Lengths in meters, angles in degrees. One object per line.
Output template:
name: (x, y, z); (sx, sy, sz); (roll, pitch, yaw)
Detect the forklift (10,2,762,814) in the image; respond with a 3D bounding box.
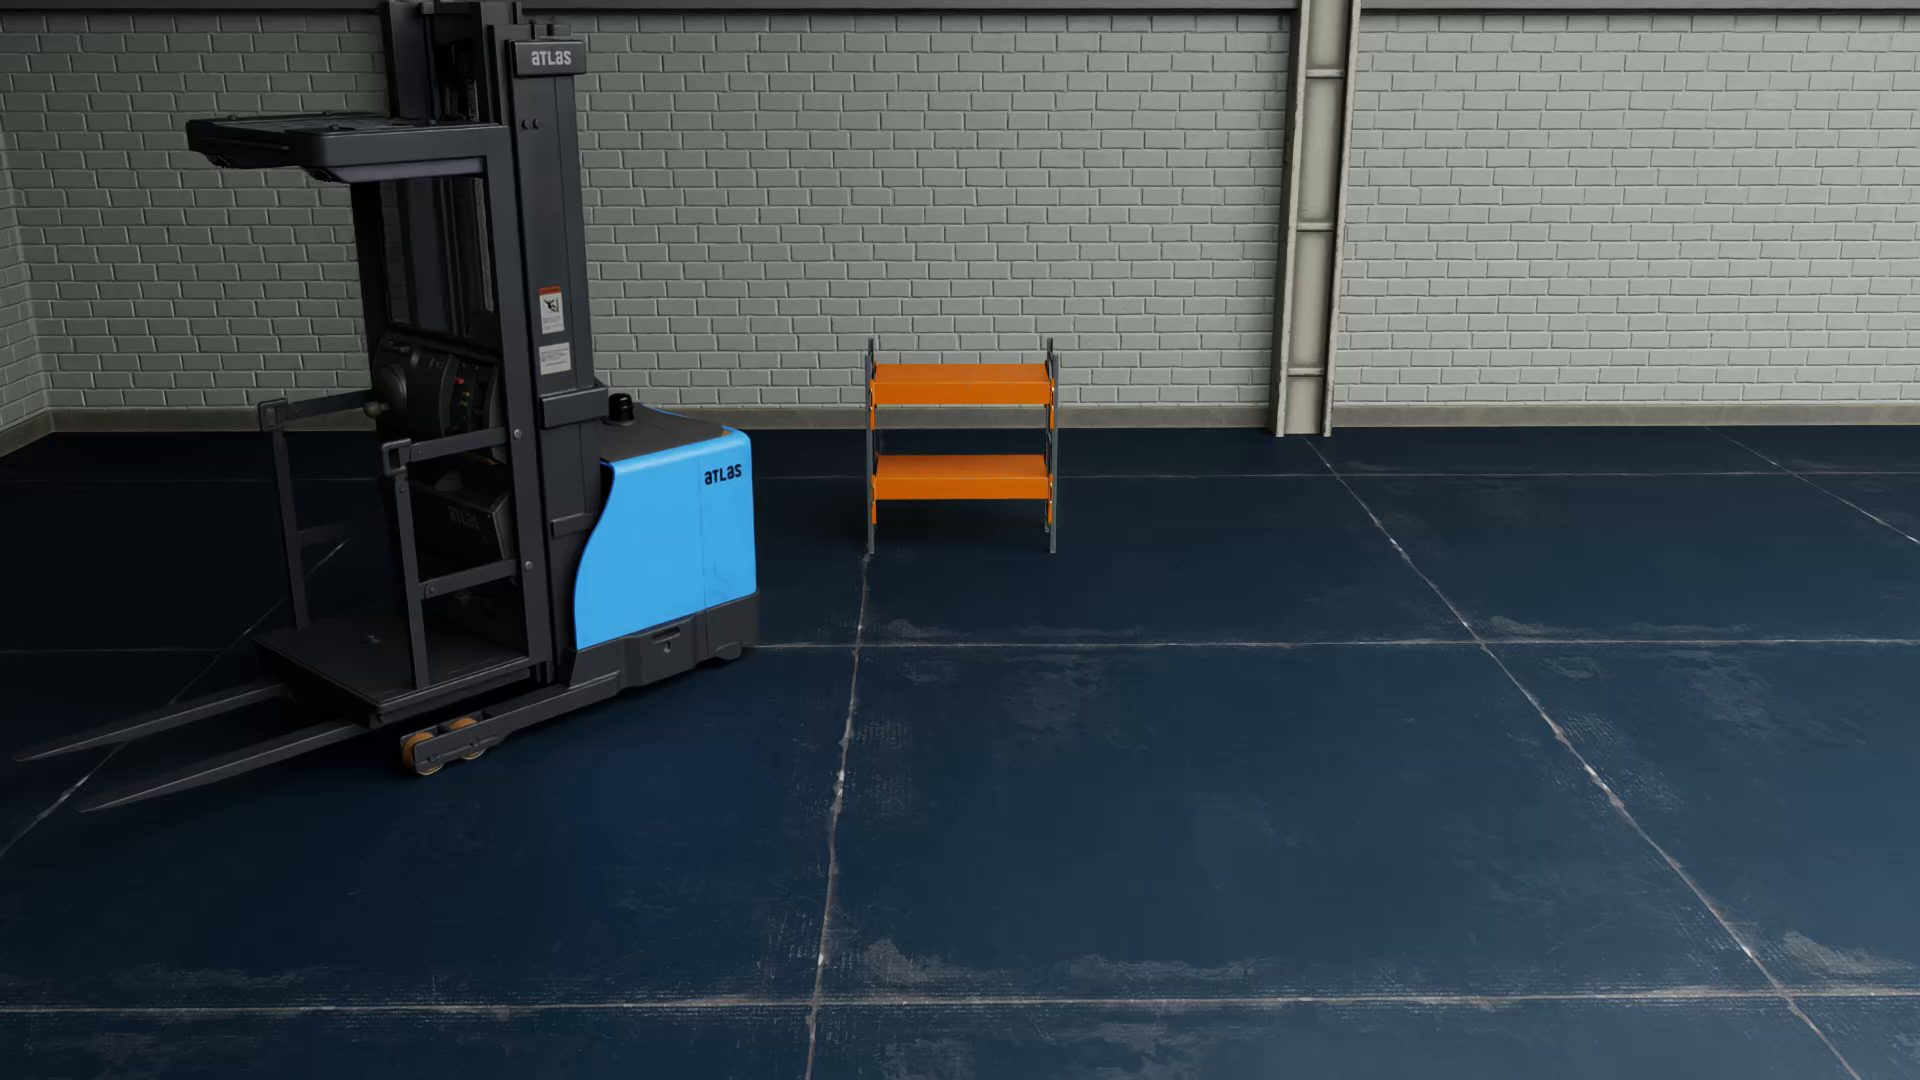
forklift: (-2.309, -0.634, 6.727); (1.130, 2.935, 3.031); (16, 24, 40)

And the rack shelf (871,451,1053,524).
rack shelf: (0.007, -0.303, 9.451); (1.000, 0.278, 0.538); (0, 18, -1)

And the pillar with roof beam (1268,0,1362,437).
pillar with roof beam: (2.511, -3.755, 6.520); (0.400, 9.000, 9.100); (0, 18, -1)

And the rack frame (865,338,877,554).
rack frame: (-0.502, -0.533, 9.368); (0.032, 1.125, 0.500); (0, 18, -1)

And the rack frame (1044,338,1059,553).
rack frame: (0.515, -0.538, 9.384); (0.032, 1.125, 0.500); (0, 18, -1)

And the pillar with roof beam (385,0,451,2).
pillar with roof beam: (-3.488, -3.726, 6.429); (0.400, 9.000, 9.100); (0, 18, -1)

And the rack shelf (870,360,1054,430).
rack shelf: (0.007, -0.814, 9.286); (1.000, 0.278, 0.538); (0, 18, -1)

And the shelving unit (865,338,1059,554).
shelving unit: (0.007, -0.536, 9.376); (1.048, 1.125, 0.538); (0, 18, -1)
